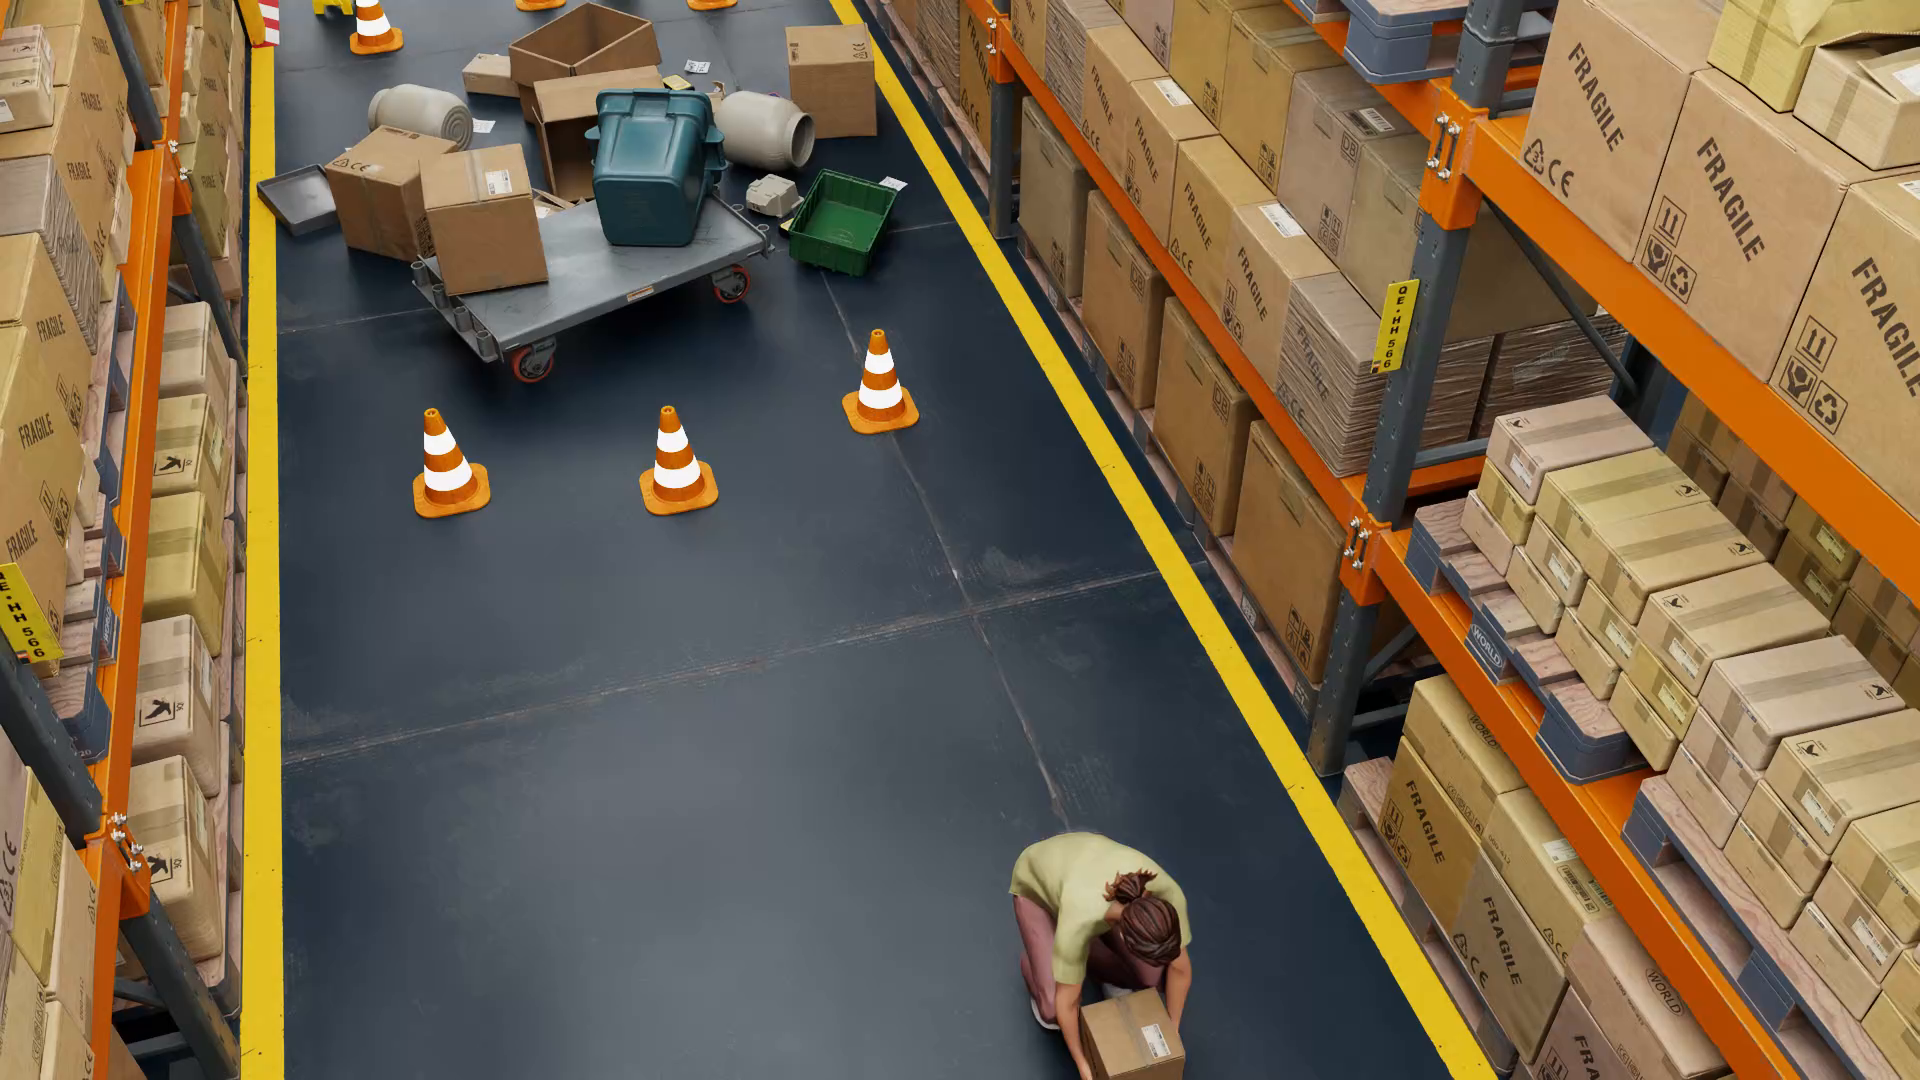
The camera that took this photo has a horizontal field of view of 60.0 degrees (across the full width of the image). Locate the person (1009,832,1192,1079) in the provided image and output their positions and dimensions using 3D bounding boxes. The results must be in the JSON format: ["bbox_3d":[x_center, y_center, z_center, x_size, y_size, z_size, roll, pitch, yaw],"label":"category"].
[{"bbox_3d":[0.454,1.269,5.322,0.490,0.937,0.795,-12,44,-13],"label":"person"}]
